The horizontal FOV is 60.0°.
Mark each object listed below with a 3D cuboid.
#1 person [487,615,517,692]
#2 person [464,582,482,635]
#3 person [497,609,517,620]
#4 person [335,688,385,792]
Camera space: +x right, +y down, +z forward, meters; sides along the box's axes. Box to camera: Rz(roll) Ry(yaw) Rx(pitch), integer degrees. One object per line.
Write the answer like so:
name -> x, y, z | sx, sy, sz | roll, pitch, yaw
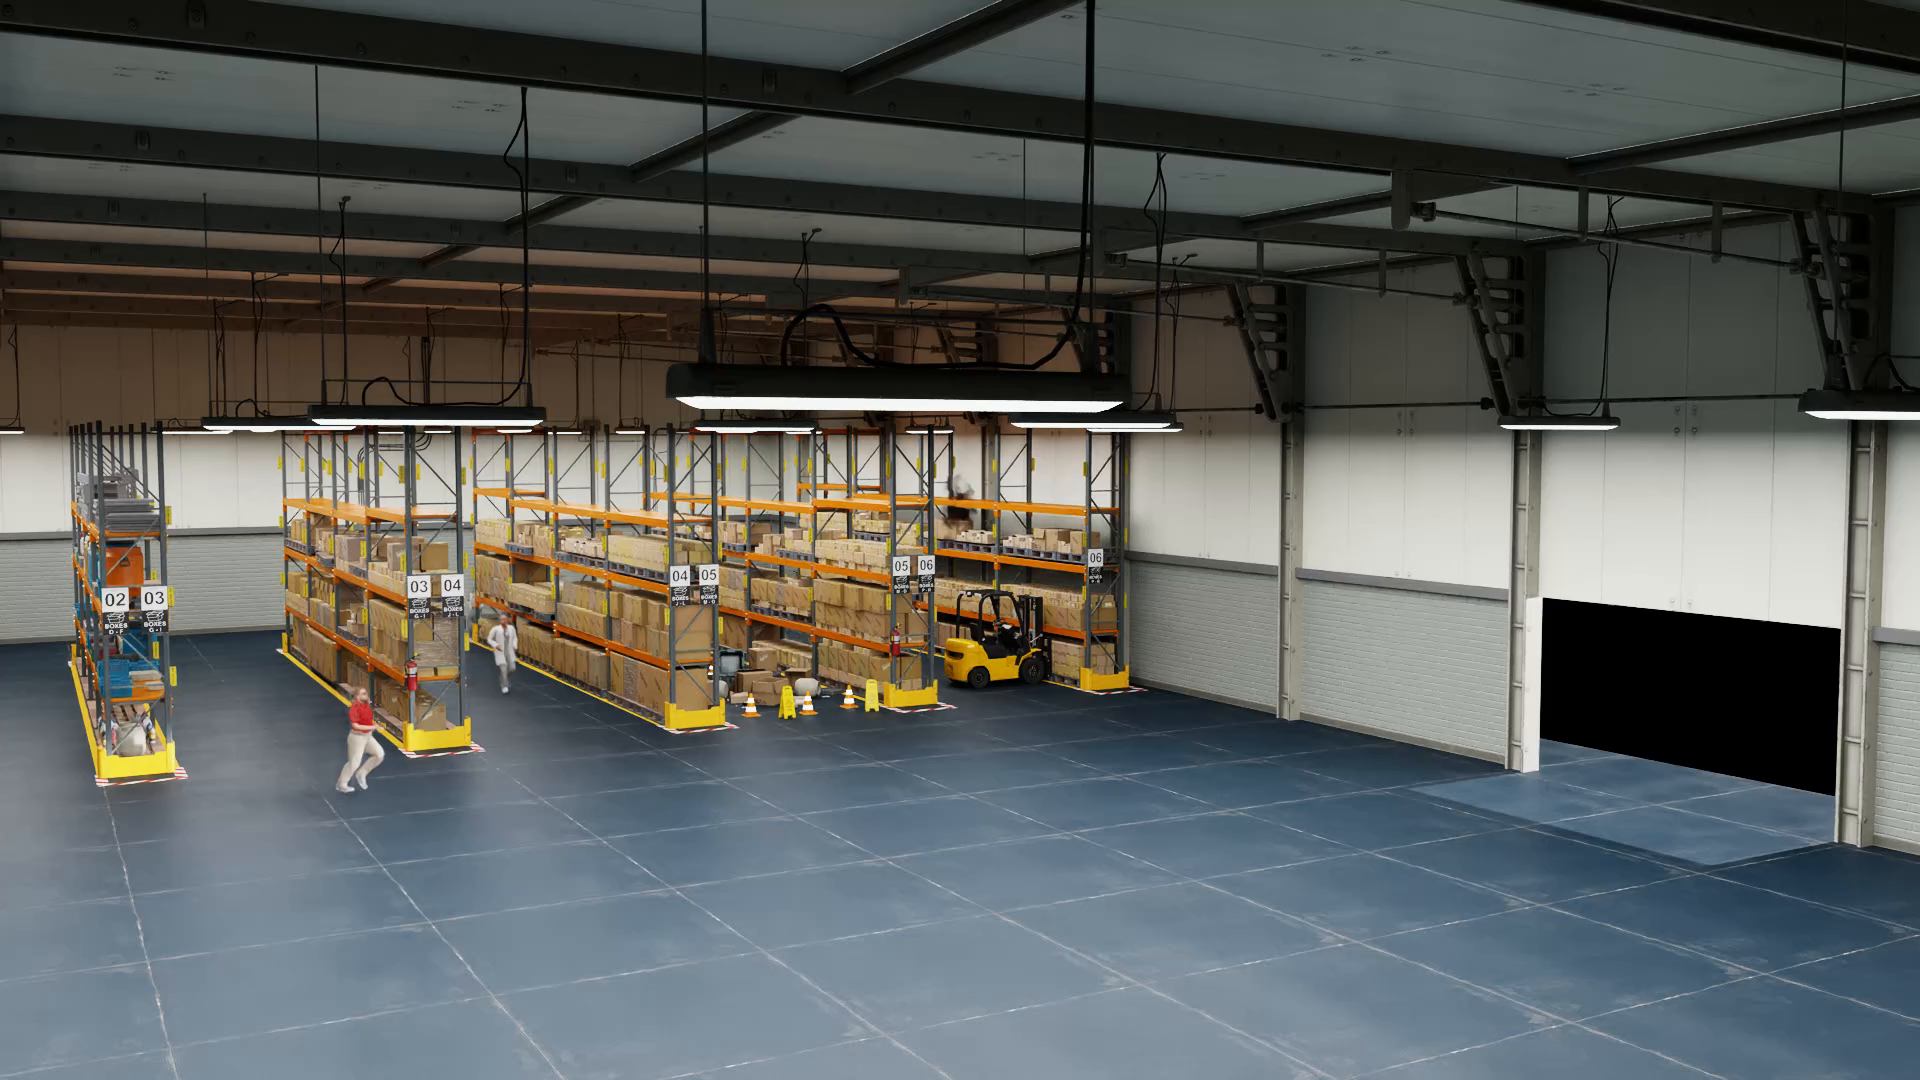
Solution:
person -> -10.237, 2.546, 37.322 | 0.716, 1.743, 0.630 | -2, 4, -34
person -> -14.036, 1.943, 47.959 | 0.869, 1.602, 0.662 | 0, 4, -6
person -> -13.129, 1.857, 48.379 | 0.788, 1.855, 0.647 | -2, 4, -28
person -> -9.621, 3.203, 26.788 | 0.824, 1.679, 0.680 | 1, 4, 9
